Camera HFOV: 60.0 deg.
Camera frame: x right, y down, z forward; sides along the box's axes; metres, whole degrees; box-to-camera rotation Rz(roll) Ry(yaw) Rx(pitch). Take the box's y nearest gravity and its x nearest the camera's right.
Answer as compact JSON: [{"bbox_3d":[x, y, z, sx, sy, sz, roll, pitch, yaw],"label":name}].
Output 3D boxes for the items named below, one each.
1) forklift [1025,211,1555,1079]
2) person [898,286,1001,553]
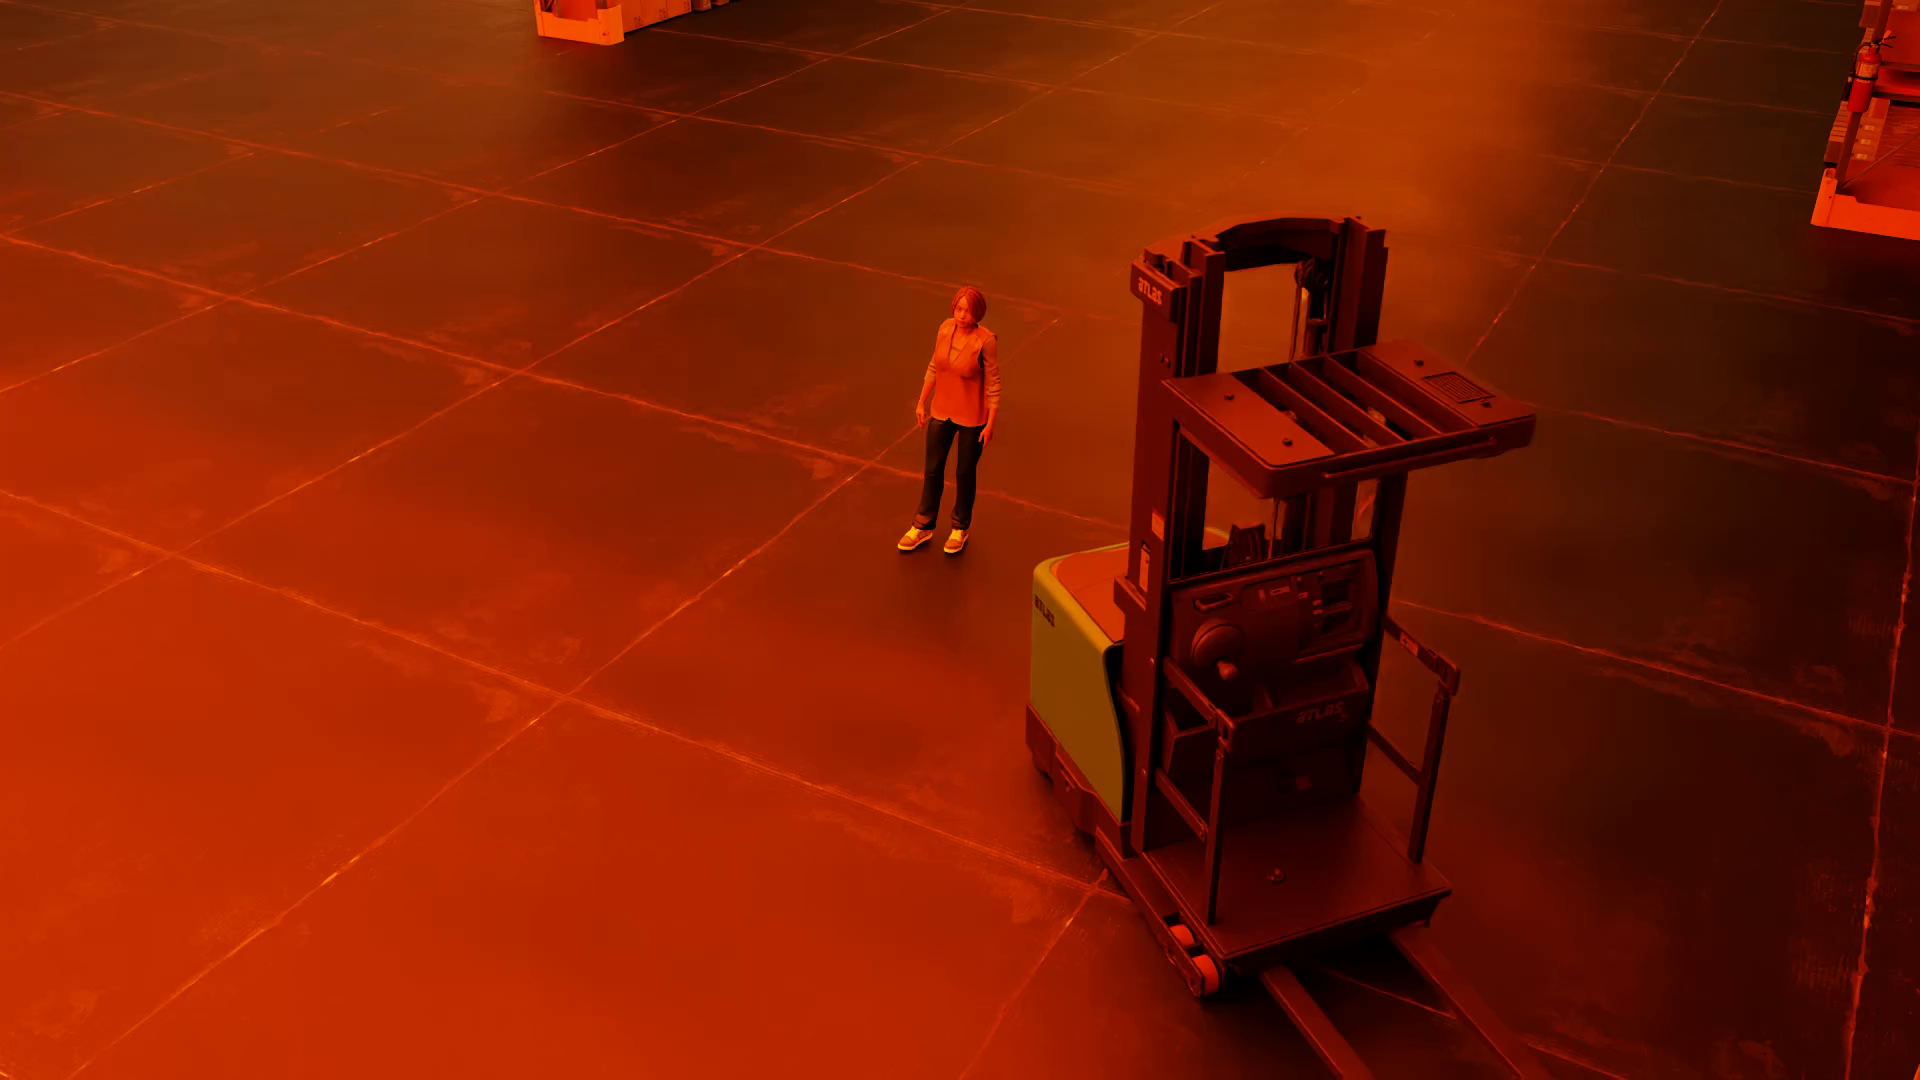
[{"bbox_3d":[1.344,0.349,6.466,1.130,2.935,3.031,-11,32,-19],"label":"forklift"},{"bbox_3d":[-0.049,-0.669,9.549,0.520,1.599,0.473,15,33,25],"label":"person"}]
